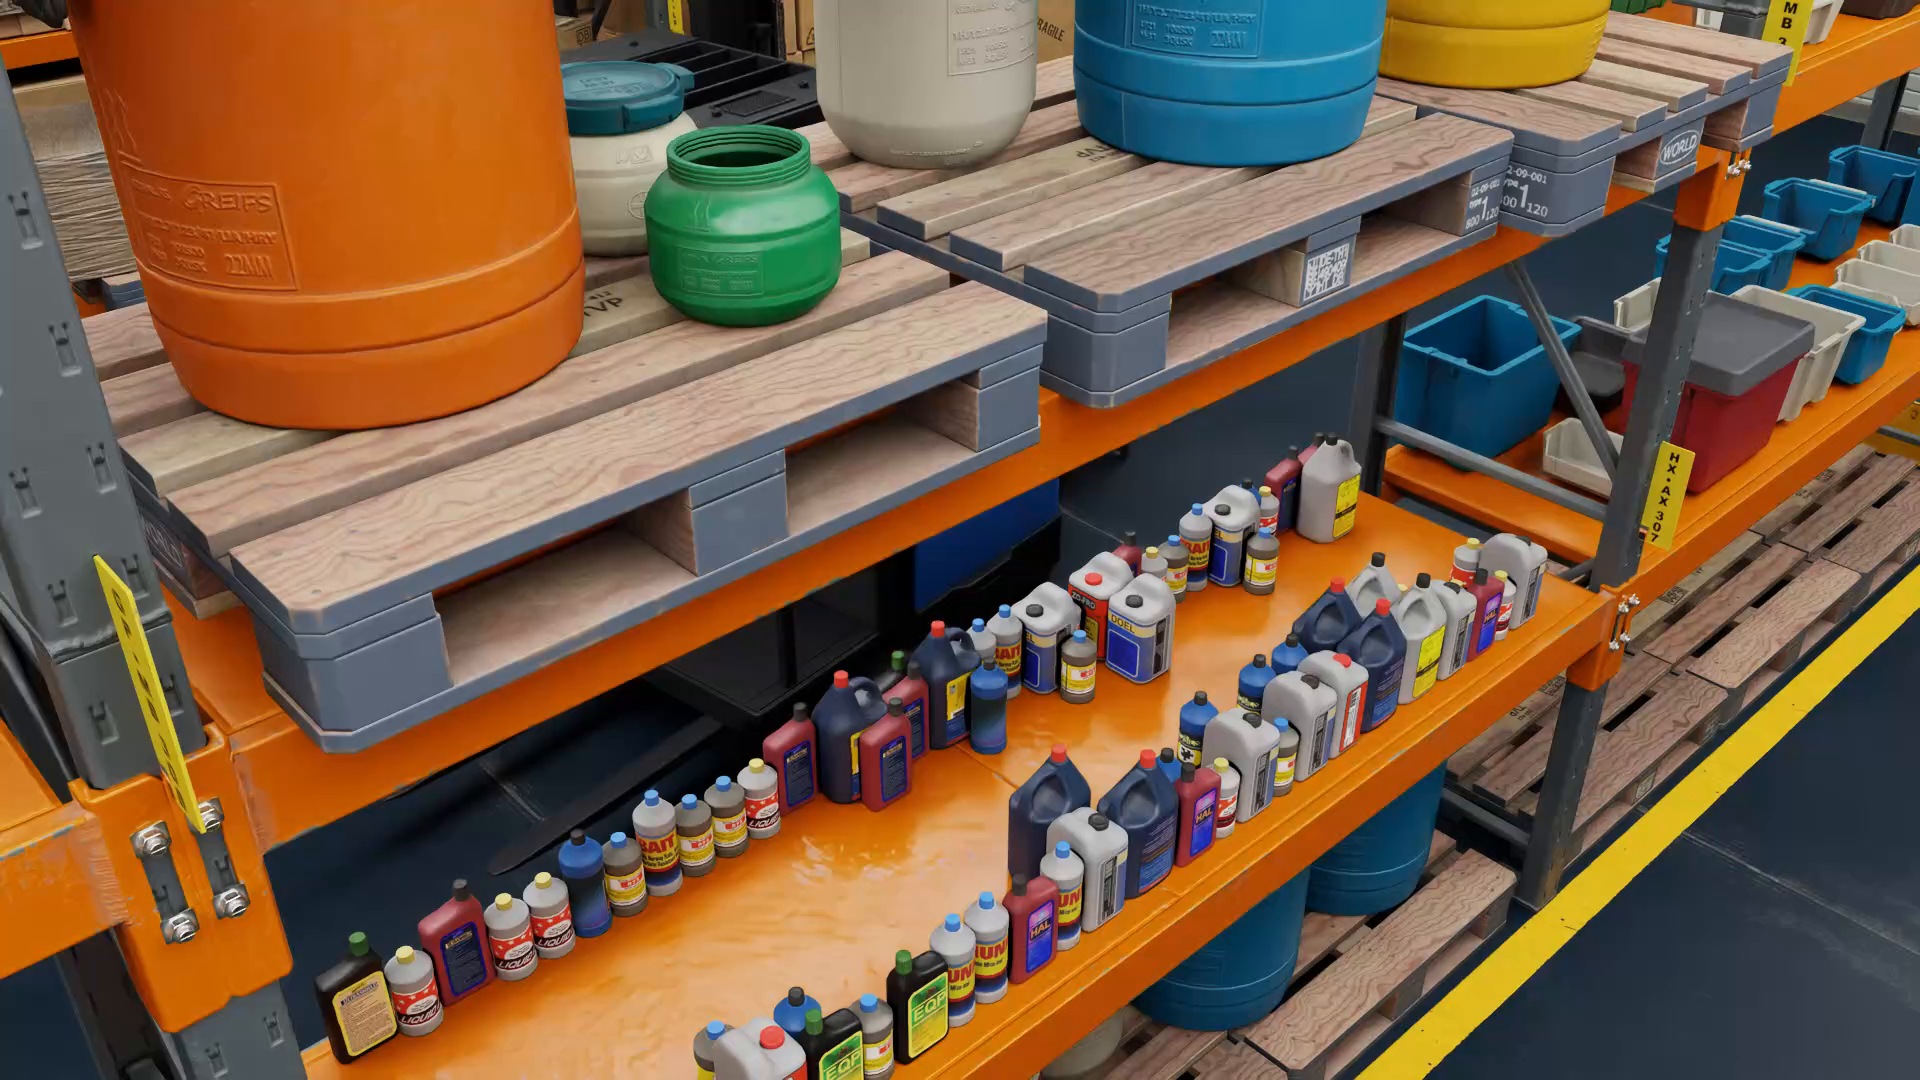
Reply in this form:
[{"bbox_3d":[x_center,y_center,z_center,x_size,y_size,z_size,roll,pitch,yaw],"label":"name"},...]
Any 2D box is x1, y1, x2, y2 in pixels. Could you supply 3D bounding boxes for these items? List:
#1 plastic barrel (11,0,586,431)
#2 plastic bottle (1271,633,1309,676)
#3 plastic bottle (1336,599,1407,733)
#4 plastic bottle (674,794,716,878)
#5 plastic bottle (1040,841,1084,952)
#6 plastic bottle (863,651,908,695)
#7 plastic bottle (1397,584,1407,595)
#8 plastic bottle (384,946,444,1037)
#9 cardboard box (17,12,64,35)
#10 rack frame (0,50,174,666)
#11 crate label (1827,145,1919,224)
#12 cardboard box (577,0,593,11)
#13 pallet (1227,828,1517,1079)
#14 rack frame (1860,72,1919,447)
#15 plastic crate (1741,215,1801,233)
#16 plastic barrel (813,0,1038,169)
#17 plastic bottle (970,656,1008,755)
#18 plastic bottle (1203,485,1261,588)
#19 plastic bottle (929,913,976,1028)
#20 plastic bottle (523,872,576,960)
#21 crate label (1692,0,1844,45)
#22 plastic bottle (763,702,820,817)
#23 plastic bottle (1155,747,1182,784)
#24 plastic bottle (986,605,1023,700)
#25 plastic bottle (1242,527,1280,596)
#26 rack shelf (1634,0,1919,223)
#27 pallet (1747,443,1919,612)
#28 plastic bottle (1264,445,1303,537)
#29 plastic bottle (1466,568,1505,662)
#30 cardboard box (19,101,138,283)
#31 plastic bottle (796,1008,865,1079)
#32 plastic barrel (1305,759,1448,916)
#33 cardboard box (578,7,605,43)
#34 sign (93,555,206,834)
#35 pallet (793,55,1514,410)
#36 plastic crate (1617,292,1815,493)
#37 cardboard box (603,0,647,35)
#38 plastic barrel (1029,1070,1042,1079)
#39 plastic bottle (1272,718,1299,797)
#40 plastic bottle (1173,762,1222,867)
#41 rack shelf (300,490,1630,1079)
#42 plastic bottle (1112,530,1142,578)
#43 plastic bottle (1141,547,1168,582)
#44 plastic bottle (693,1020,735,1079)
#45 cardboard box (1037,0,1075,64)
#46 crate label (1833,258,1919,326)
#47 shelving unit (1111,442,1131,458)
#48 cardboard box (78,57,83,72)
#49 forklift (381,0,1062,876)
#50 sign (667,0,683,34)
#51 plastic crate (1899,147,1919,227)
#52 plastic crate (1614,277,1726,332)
[{"bbox_3d":[-0.844,-0.642,2.235,0.708,0.830,0.600,-26,40,-35],"label":"plastic barrel"},{"bbox_3d":[0.865,0.367,4.397,0.097,0.271,0.097,0,31,0],"label":"plastic bottle"},{"bbox_3d":[1.084,0.320,4.399,0.185,0.351,0.144,-26,40,-35],"label":"plastic bottle"},{"bbox_3d":[-0.633,0.690,3.936,0.097,0.201,0.097,0,31,0],"label":"plastic bottle"},{"bbox_3d":[0.225,0.785,3.714,0.097,0.271,0.097,0,31,0],"label":"plastic bottle"},{"bbox_3d":[-0.184,0.425,4.291,0.133,0.283,0.061,-26,40,-35],"label":"plastic bottle"},{"bbox_3d":[1.235,0.218,4.708,0.097,0.201,0.097,0,31,0],"label":"plastic bottle"},{"bbox_3d":[-1.159,0.945,3.520,0.097,0.201,0.097,0,31,0],"label":"plastic bottle"},{"bbox_3d":[-5.888,-3.331,10.543,0.250,0.149,0.380,-26,40,-35],"label":"cardboard box"},{"bbox_3d":[-1.262,-1.359,1.346,0.127,3.000,1.000,-26,40,-35],"label":"rack frame"},{"bbox_3d":[4.199,-1.630,7.643,0.303,0.233,0.416,-26,40,-35],"label":"crate label"},{"bbox_3d":[-3.176,-4.382,13.413,0.250,0.149,0.380,-25,40,-35],"label":"cardboard box"},{"bbox_3d":[1.077,1.229,5.538,1.213,0.211,1.003,-26,40,-35],"label":"pallet"},{"bbox_3d":[4.604,-1.637,7.552,0.127,3.000,1.000,-26,40,-35],"label":"rack frame"},{"bbox_3d":[3.410,-1.266,7.140,0.298,0.136,0.250,-26,40,-35],"label":"plastic crate"},{"bbox_3d":[-0.065,-1.003,3.106,0.433,0.535,0.433,0,31,0],"label":"plastic barrel"},{"bbox_3d":[0.075,0.421,4.310,0.097,0.271,0.097,0,31,0],"label":"plastic bottle"},{"bbox_3d":[0.804,-0.017,5.022,0.135,0.276,0.152,-26,40,-35],"label":"plastic bottle"},{"bbox_3d":[-0.015,0.902,3.523,0.097,0.271,0.097,0,31,0],"label":"plastic bottle"},{"bbox_3d":[-0.918,0.828,3.710,0.097,0.201,0.097,0,31,0],"label":"plastic bottle"},{"bbox_3d":[2.226,-1.448,4.621,0.466,0.136,0.293,-26,40,-35],"label":"crate label"},{"bbox_3d":[-0.418,0.538,4.106,0.133,0.283,0.061,-26,40,-35],"label":"plastic bottle"},{"bbox_3d":[0.490,0.614,3.994,0.097,0.271,0.097,0,31,0],"label":"plastic bottle"},{"bbox_3d":[0.120,0.296,4.513,0.097,0.271,0.097,0,31,0],"label":"plastic bottle"},{"bbox_3d":[0.903,0.056,4.974,0.097,0.201,0.097,0,31,0],"label":"plastic bottle"},{"bbox_3d":[3.137,-1.900,5.797,4.000,0.370,1.077,-26,40,-35],"label":"rack shelf"},{"bbox_3d":[3.973,-0.170,7.825,1.213,0.211,1.003,-26,40,-35],"label":"pallet"},{"bbox_3d":[1.014,-0.154,5.239,0.133,0.283,0.061,-26,40,-35],"label":"plastic bottle"},{"bbox_3d":[1.463,0.195,4.668,0.133,0.283,0.061,-26,40,-35],"label":"plastic bottle"},{"bbox_3d":[-3.442,-1.435,6.723,0.500,0.500,0.700,-18,36,-27],"label":"cardboard box"},{"bbox_3d":[-0.257,1.026,3.308,0.133,0.283,0.061,-26,40,-35],"label":"plastic bottle"},{"bbox_3d":[1.260,0.684,5.365,0.708,0.901,0.600,-26,40,-35],"label":"plastic barrel"},{"bbox_3d":[-2.944,-4.076,13.533,0.500,0.500,0.700,-26,40,-36],"label":"cardboard box"},{"bbox_3d":[-0.883,0.173,1.816,0.005,0.325,0.100,-26,40,-35],"label":"sign"},{"bbox_3d":[0.333,-0.699,3.323,1.213,0.211,1.003,-26,40,-35],"label":"pallet"},{"bbox_3d":[2.496,-0.492,5.560,0.583,0.464,0.402,-26,40,-35],"label":"plastic crate"},{"bbox_3d":[-1.500,-2.862,8.501,0.500,0.500,0.500,-26,40,-35],"label":"cardboard box"},{"bbox_3d":[-0.087,1.470,4.380,0.708,0.588,0.600,-26,40,-35],"label":"plastic barrel"},{"bbox_3d":[0.799,0.538,4.186,0.097,0.201,0.097,0,31,0],"label":"plastic bottle"},{"bbox_3d":[0.557,0.633,3.951,0.133,0.283,0.061,-26,40,-35],"label":"plastic bottle"},{"bbox_3d":[0.204,0.798,4.259,4.000,0.370,1.077,-26,40,-35],"label":"rack shelf"},{"bbox_3d":[0.461,0.113,4.801,0.133,0.283,0.061,-26,40,-35],"label":"plastic bottle"},{"bbox_3d":[0.558,0.114,4.878,0.097,0.201,0.097,0,31,0],"label":"plastic bottle"},{"bbox_3d":[-0.484,1.050,3.348,0.097,0.201,0.097,0,31,0],"label":"plastic bottle"},{"bbox_3d":[0.348,-2.953,9.608,0.500,0.500,0.500,-25,40,-35],"label":"cardboard box"},{"bbox_3d":[3.719,-0.986,6.683,0.243,0.136,0.396,-26,40,-35],"label":"crate label"},{"bbox_3d":[0.345,-0.774,7.938,0.538,1.125,1.048,22,38,32],"label":"shelving unit"},{"bbox_3d":[-5.453,-2.990,11.422,0.750,0.750,0.750,-25,40,-35],"label":"cardboard box"},{"bbox_3d":[-0.859,-0.676,6.045,1.130,2.935,3.031,22,38,32],"label":"forklift"},{"bbox_3d":[-1.314,-2.397,7.685,0.005,0.325,0.100,-26,40,-35],"label":"sign"},{"bbox_3d":[4.485,-1.488,7.216,0.499,0.435,0.616,-26,40,-35],"label":"plastic crate"},{"bbox_3d":[2.743,-0.864,6.483,0.466,0.136,0.293,-26,40,-35],"label":"plastic crate"}]
